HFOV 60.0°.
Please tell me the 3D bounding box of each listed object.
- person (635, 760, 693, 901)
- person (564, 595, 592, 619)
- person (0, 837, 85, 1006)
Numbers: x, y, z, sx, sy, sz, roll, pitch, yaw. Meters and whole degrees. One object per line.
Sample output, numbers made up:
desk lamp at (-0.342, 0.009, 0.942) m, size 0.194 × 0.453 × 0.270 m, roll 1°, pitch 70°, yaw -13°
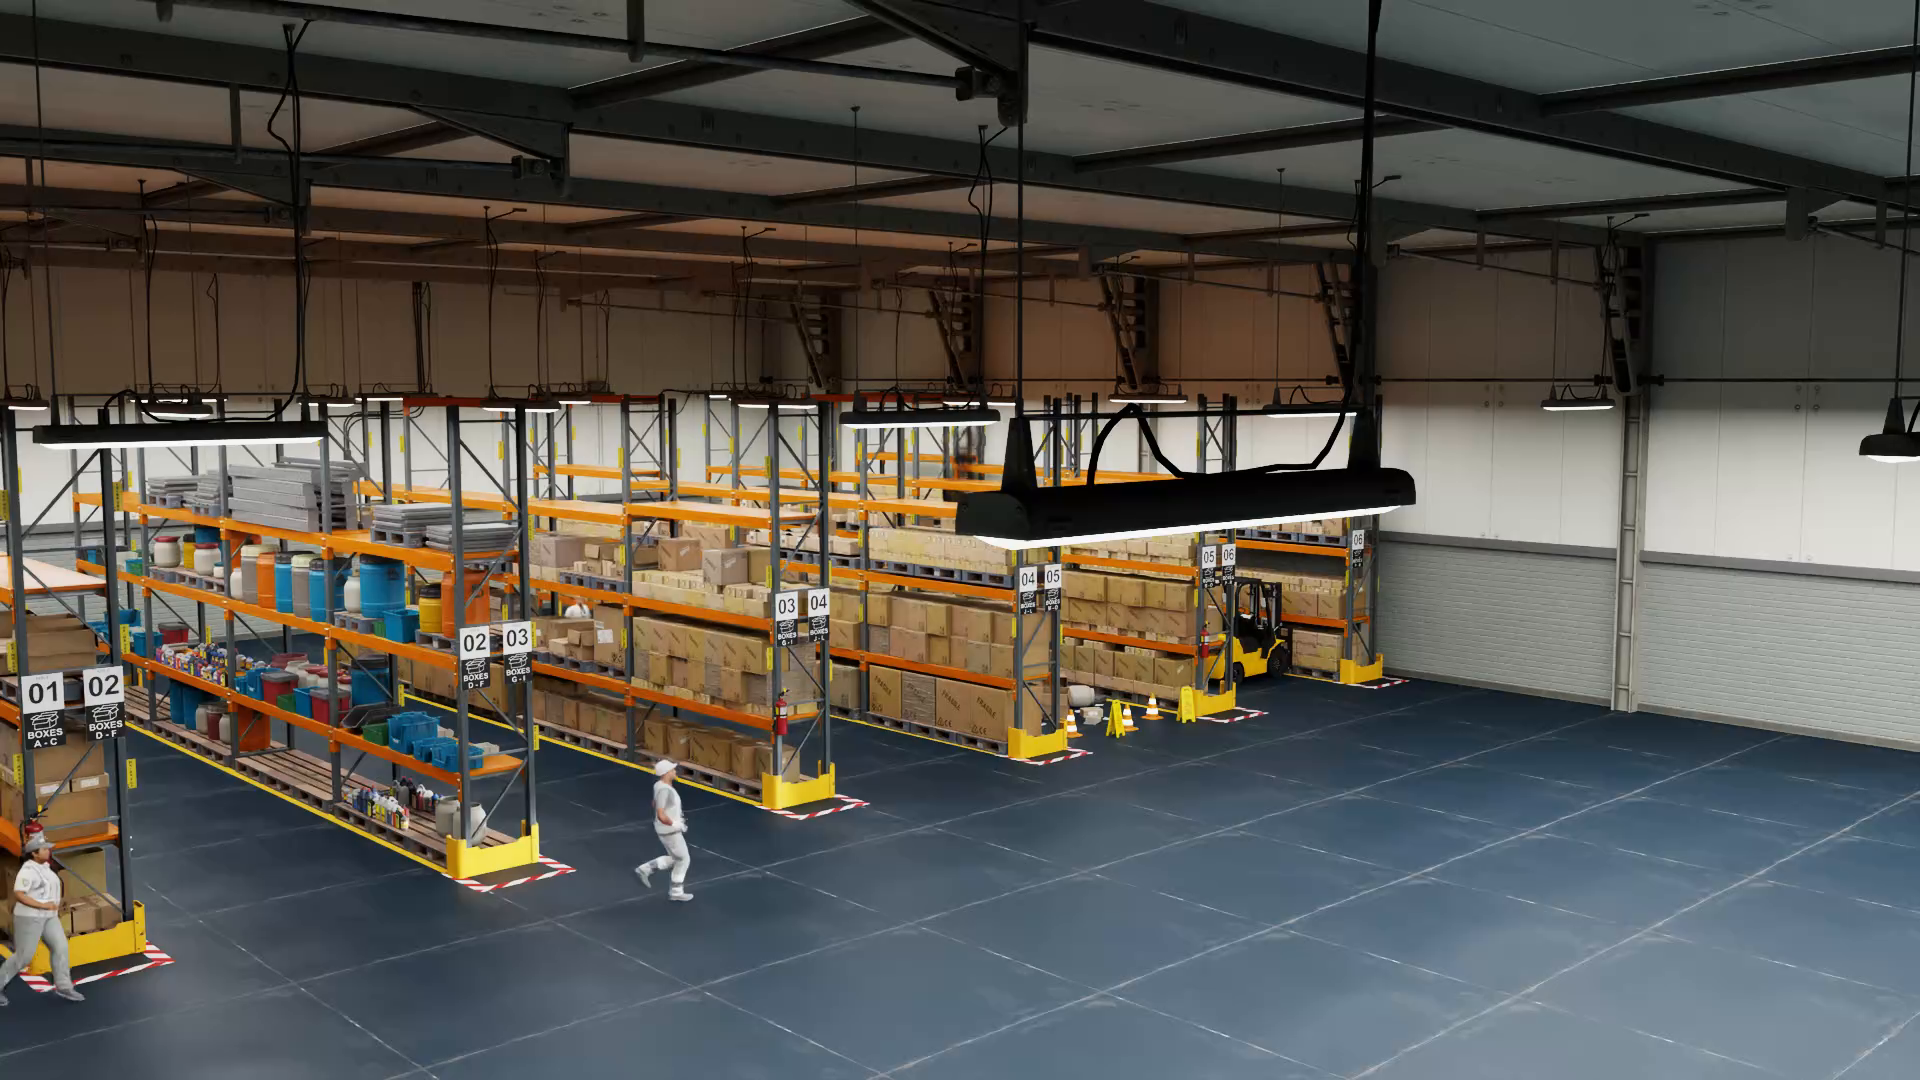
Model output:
person at (-3.581, 3.527, 20.118) m, size 0.689 × 1.750 × 0.655 m, roll -2°, pitch 6°, yaw -17°
person at (-8.196, 2.015, 35.801) m, size 0.678 × 1.736 × 0.710 m, roll 5°, pitch 7°, yaw 42°
person at (-9.394, 3.870, 16.961) m, size 0.913 × 1.659 × 0.692 m, roll 0°, pitch 6°, yaw -3°
